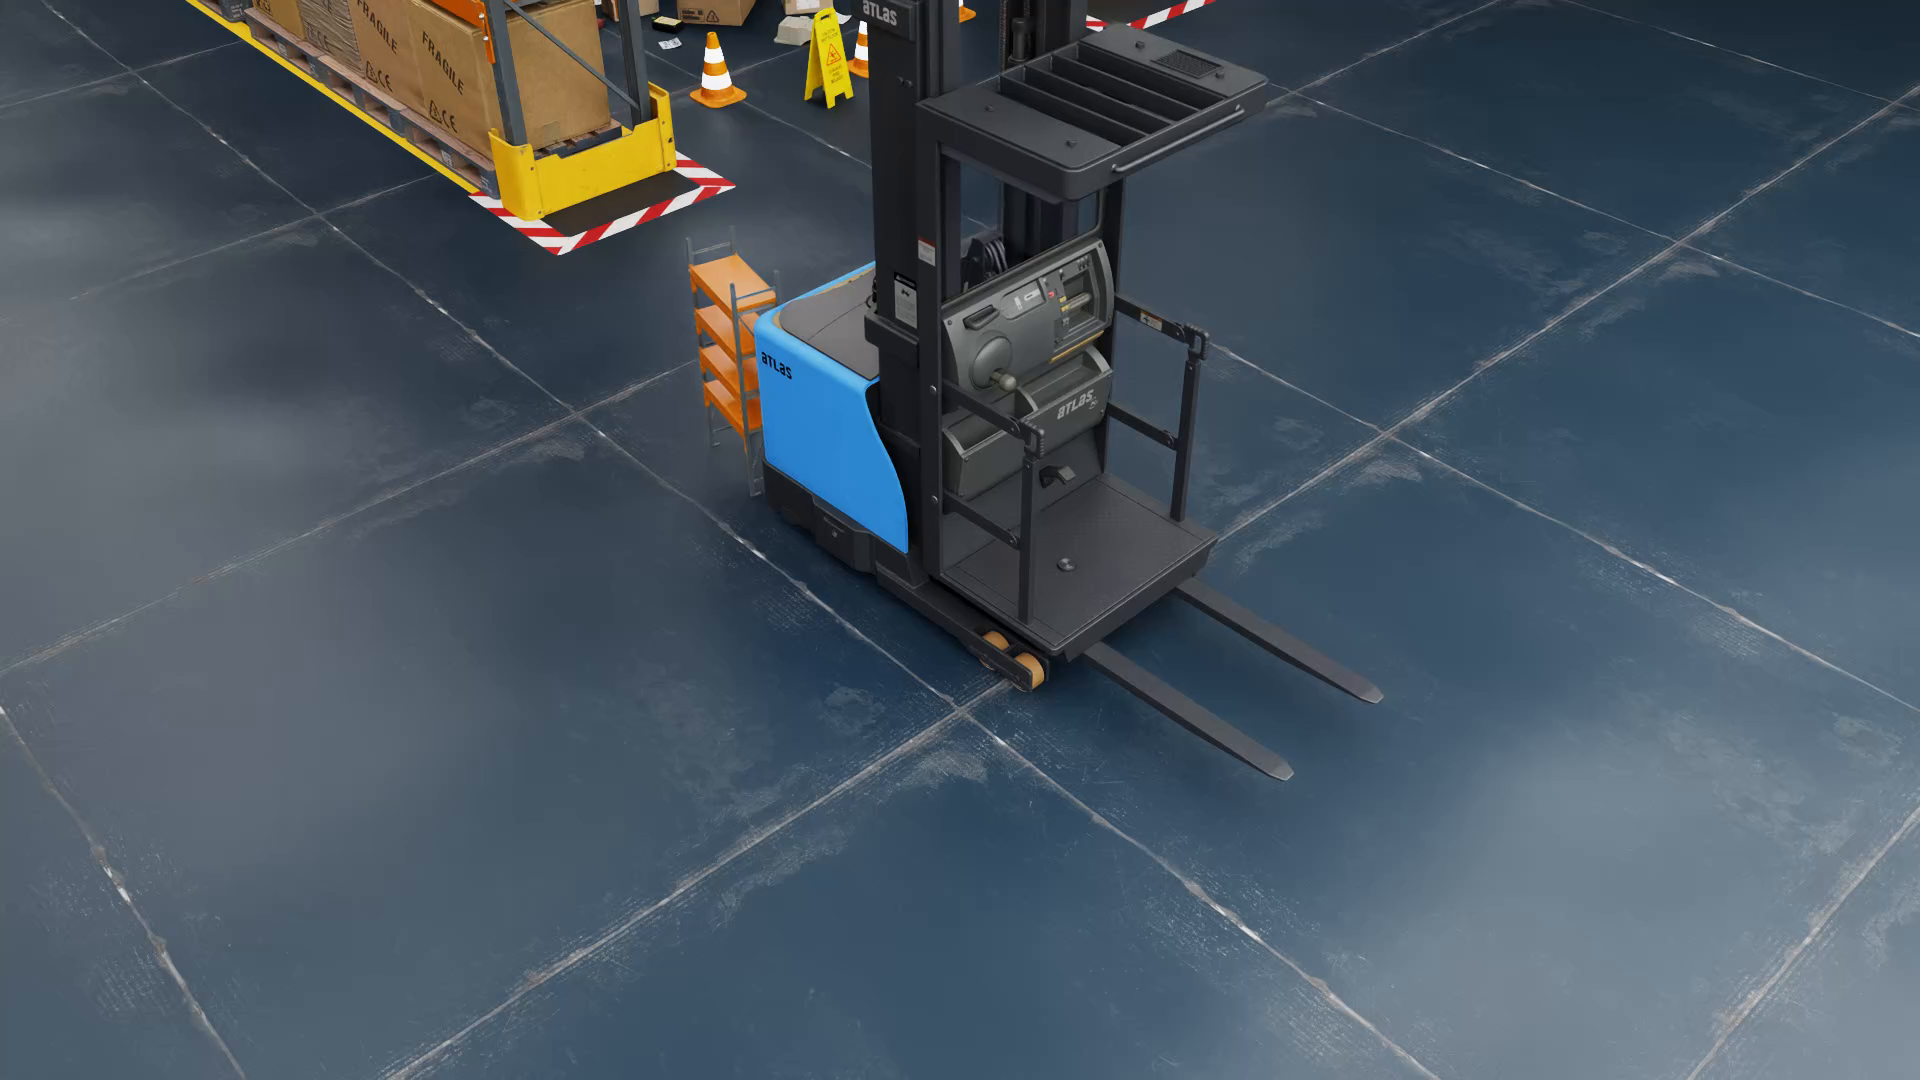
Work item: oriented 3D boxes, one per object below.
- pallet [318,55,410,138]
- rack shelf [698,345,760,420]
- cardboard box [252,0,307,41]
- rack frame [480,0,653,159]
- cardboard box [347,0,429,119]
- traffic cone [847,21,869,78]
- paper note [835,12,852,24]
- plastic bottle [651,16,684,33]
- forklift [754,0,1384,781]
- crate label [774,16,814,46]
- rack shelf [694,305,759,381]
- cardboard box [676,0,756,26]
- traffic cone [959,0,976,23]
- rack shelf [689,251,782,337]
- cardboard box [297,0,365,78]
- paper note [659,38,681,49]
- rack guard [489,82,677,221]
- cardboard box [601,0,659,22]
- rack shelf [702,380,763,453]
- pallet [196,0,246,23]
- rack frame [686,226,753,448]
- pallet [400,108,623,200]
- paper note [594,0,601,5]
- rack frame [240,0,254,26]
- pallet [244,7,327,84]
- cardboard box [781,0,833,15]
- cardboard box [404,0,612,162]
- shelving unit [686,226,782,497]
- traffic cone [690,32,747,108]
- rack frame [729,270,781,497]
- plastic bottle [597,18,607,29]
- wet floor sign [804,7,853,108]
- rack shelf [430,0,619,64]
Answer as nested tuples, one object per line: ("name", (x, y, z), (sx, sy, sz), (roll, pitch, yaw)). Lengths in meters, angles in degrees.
("pallet", (-3.833, -3.306, 11.883), (1.003, 0.211, 1.213), (-30, 48, -32))
("rack shelf", (-1.055, -0.800, 8.100), (0.258, 0.148, 0.480), (-21, 43, -24))
("cardboard box", (-4.745, -4.357, 12.322), (0.875, 0.875, 0.875), (-29, 47, -31))
("rack frame", (-2.414, -3.489, 9.891), (1.000, 3.000, 0.127), (-30, 48, -32))
("cardboard box", (-3.518, -3.518, 11.284), (0.875, 0.875, 0.875), (-31, 48, -32))
("traffic cone", (-0.664, -3.675, 12.139), (0.336, 0.463, 0.334), (-30, 48, -32))
("paper note", (-0.941, -4.076, 12.981), (0.142, 0.019, 0.148), (18, 42, 21))
("plastic bottle", (-2.283, -3.986, 12.845), (0.283, 0.061, 0.133), (18, 42, 21))
("forklift", (0.441, -0.858, 6.687), (1.130, 2.935, 3.031), (-32, 49, -33))
("crate label", (-1.242, -3.885, 12.660), (0.298, 0.136, 0.250), (11, 40, 13))
("rack shelf", (-1.055, -0.974, 7.959), (0.258, 0.148, 0.480), (-21, 43, -24))
("cardboard box", (-1.889, -4.406, 13.012), (0.637, 0.503, 0.797), (5, 39, 6))
("traffic cone", (-0.077, -4.304, 12.918), (0.336, 0.463, 0.334), (-30, 48, -32))
("rack shelf", (-1.055, -1.158, 7.811), (0.258, 0.148, 0.480), (-21, 43, -24))
("cardboard box", (-4.133, -3.941, 11.807), (0.875, 0.875, 0.875), (-30, 47, -31))
("paper note", (-2.195, -3.762, 12.592), (0.144, 0.017, 0.142), (-15, 41, -17))
("rack guard", (-2.397, -2.506, 10.663), (1.175, 0.500, 0.348), (-30, 48, -32))
("cardboard box", (-2.600, -4.264, 13.026), (0.396, 0.266, 0.258), (-22, 44, -25))
("rack shelf", (-1.055, -0.645, 8.225), (0.258, 0.148, 0.480), (-21, 43, -24))
("pallet", (-5.696, -4.581, 13.462), (1.003, 0.211, 1.213), (-30, 48, -32))
("rack frame", (-1.180, -0.984, 8.221), (0.240, 1.200, 0.015), (-21, 43, -24))
("pallet", (-3.012, -2.741, 11.184), (1.003, 0.211, 1.213), (-30, 48, -32))
("paper note", (-2.853, -4.332, 13.303), (0.172, 0.023, 0.155), (-15, 41, -17))
("rack frame", (-5.119, -5.341, 12.183), (1.000, 3.000, 0.127), (-30, 48, -32))
("pallet", (-4.662, -3.871, 12.582), (1.003, 0.211, 1.213), (-30, 48, -32))
("cardboard box", (-1.210, -4.279, 13.137), (0.380, 0.149, 0.250), (-8, 40, -10))
("cardboard box", (-2.921, -3.112, 10.780), (0.875, 0.875, 0.875), (-30, 47, -32))
("shelving unit", (-1.055, -0.852, 8.058), (0.258, 1.200, 0.503), (-21, 43, -24))
("traffic cone", (-1.727, -3.352, 11.740), (0.336, 0.463, 0.334), (-30, 48, -32))
("rack frame", (-0.930, -0.720, 7.895), (0.240, 1.200, 0.015), (-21, 43, -24))
("plastic bottle", (-2.853, -3.969, 12.823), (0.133, 0.061, 0.283), (18, 42, 21))
("wet floor sign", (-0.936, -3.402, 11.656), (0.232, 0.644, 0.267), (26, 45, 28))
("rack shelf", (-3.766, -4.135, 11.263), (1.077, 0.370, 4.000), (-30, 48, -32))
